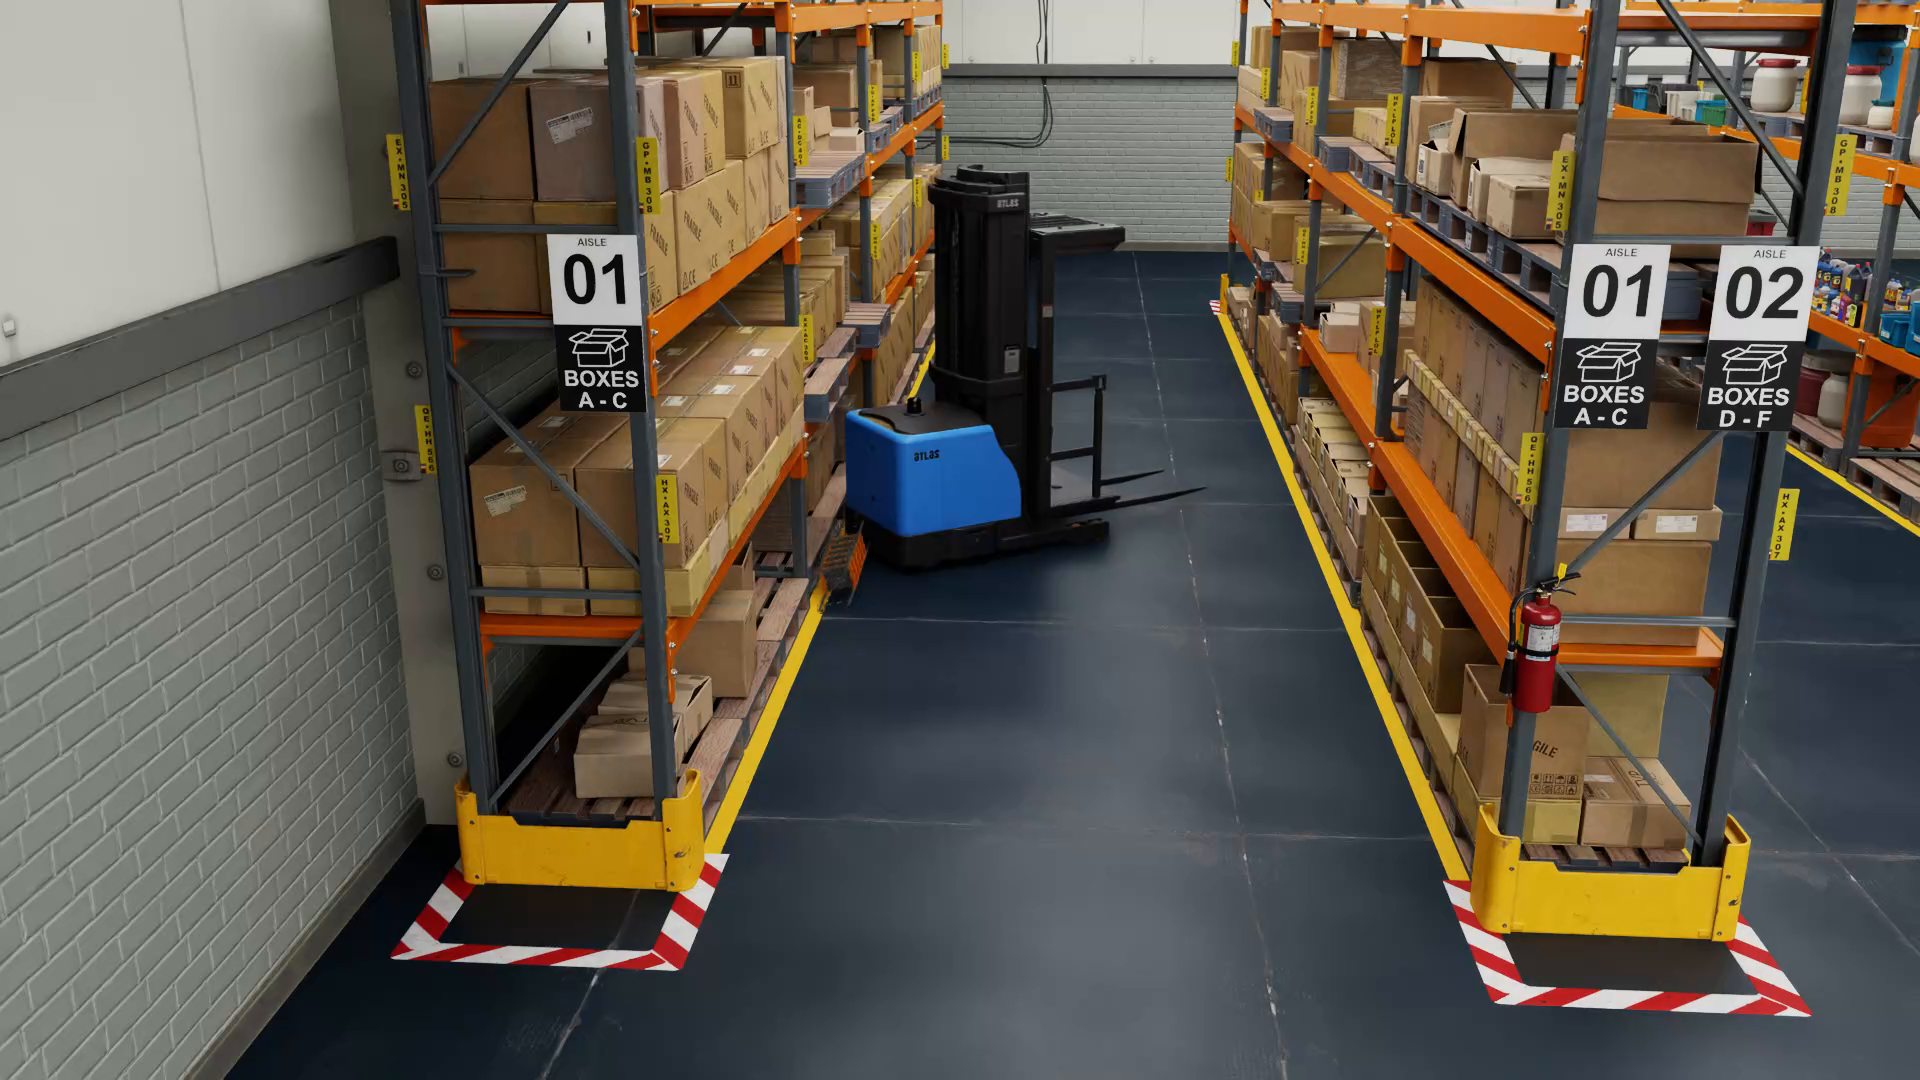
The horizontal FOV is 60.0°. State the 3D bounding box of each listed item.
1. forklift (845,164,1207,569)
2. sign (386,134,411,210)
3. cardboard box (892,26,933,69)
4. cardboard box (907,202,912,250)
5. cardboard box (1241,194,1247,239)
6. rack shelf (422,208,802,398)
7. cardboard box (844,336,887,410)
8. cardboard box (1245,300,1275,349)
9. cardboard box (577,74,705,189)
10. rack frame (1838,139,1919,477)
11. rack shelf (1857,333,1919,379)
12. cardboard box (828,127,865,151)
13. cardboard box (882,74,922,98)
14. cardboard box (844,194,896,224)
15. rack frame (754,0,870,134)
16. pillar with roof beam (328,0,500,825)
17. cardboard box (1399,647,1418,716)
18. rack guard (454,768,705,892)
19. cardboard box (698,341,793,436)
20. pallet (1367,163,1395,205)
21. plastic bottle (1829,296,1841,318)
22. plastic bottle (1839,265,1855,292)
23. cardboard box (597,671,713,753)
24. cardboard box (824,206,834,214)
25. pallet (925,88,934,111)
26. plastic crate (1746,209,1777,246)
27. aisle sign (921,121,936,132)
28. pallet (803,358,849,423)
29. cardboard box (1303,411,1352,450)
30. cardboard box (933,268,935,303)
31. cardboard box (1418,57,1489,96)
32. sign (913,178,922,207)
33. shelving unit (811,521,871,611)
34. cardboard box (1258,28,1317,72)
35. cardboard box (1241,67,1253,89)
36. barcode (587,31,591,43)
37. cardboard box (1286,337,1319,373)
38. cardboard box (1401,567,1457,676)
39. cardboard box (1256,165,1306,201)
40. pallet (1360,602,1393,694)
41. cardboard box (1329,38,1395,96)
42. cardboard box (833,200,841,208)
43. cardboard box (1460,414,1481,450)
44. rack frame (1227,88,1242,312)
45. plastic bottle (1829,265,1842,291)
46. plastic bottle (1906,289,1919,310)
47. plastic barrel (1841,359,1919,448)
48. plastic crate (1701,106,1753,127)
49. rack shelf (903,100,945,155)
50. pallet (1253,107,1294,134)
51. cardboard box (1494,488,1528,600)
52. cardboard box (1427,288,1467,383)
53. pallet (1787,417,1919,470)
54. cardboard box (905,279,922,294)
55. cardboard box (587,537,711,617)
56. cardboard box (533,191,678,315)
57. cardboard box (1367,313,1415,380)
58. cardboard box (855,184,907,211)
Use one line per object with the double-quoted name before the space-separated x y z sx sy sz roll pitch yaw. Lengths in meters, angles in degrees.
"forklift" 0.616 -1.487 13.254 3.031 2.935 1.130 -10 21 -28
"sign" -2.442 -1.607 7.270 0.100 0.325 0.005 1 18 4
"cardboard box" -0.599 -6.118 20.661 0.500 0.500 0.500 0 18 1
"cardboard box" -0.811 -3.518 18.672 0.500 0.500 0.500 1 18 3
"cardboard box" 3.796 -4.046 20.792 0.500 0.500 0.500 2 18 5
"rack shelf" -1.746 -1.447 9.358 1.077 0.370 4.000 1 18 4
"cardboard box" -1.132 -1.630 16.358 0.750 0.750 0.750 1 18 3
"cardboard box" 3.670 -2.564 19.738 0.500 0.500 0.500 1 18 4
"cardboard box" -1.533 -1.968 7.997 0.500 0.500 0.500 1 18 3
"rack frame" 8.565 -2.005 14.726 1.000 3.000 0.127 1 18 4
"rack shelf" 8.422 -1.042 12.942 1.077 0.370 4.000 1 18 4
"cardboard box" -1.098 -3.389 14.243 0.500 0.311 0.500 1 18 4
"cardboard box" -0.717 -5.279 19.304 0.500 0.250 0.500 1 18 4
"cardboard box" -0.926 -3.397 17.099 0.500 0.250 0.500 1 18 3
"rack frame" -1.316 -5.077 14.466 1.000 3.000 0.127 1 18 4
"pillar with roof beam" 1.592 -2.733 7.313 9.100 9.000 0.400 1 18 4
"cardboard box" 2.891 0.835 9.798 0.500 0.250 0.500 1 18 4
"rack guard" -1.884 1.422 8.279 1.175 0.500 0.348 1 18 4
"cardboard box" -1.358 -0.970 10.570 0.500 0.500 0.500 1 18 4
"pallet" 3.389 -2.483 11.675 0.805 0.209 1.217 1 18 2
"plastic bottle" 8.219 -2.183 15.588 0.097 0.201 0.097 0 18 0
"plastic bottle" 9.058 -2.675 16.969 0.152 0.276 0.135 1 18 4
"cardboard box" -1.709 0.937 9.358 0.500 0.311 0.500 3 18 8
"cardboard box" -1.502 -3.089 16.157 0.500 0.250 0.500 1 18 2
"pallet" -0.870 -5.484 20.667 1.003 0.211 1.213 1 18 4
"plastic crate" 9.166 -3.578 19.327 0.402 0.464 0.583 1 18 4
"aisle sign" -0.438 -5.962 22.626 0.394 0.787 0.004 1 18 4
"pallet" -1.403 -1.127 12.353 1.003 0.211 1.213 1 18 4
"cardboard box" 3.265 -0.957 14.367 0.500 0.311 0.500 1 18 3
"cardboard box" -0.693 -3.503 22.637 0.700 0.500 0.500 1 18 4
"cardboard box" 3.440 -3.153 11.773 0.500 0.500 0.500 3 18 9
"sign" -0.487 -3.972 18.996 0.100 0.325 0.005 1 18 4
"shelving unit" -0.872 0.178 12.317 0.258 0.189 1.200 -11 20 8
"cardboard box" 4.000 -5.926 20.106 0.700 0.500 0.500 1 18 4
"cardboard box" 3.859 -5.884 21.185 0.500 0.250 0.500 1 18 4
"barcode" -2.131 -2.890 9.558 0.001 0.075 0.075 1 18 4
"cardboard box" 3.458 -1.808 16.227 0.500 0.250 0.500 2 18 6
"cardboard box" 2.887 0.479 9.681 0.500 0.500 0.500 1 18 4
"cardboard box" 3.690 -4.045 19.184 0.500 0.500 0.500 1 18 4
"pallet" 3.240 0.696 10.958 1.003 0.211 1.213 1 18 4
"cardboard box" 3.699 -4.359 15.325 0.500 0.500 0.500 1 18 4
"cardboard box" -1.461 -3.248 16.643 0.500 0.250 0.500 1 18 3
"cardboard box" 2.998 -0.593 9.213 0.380 0.149 0.250 1 18 3
"rack frame" 4.199 -4.602 22.649 1.000 3.000 0.127 1 18 4
"plastic bottle" 8.932 -2.670 16.961 0.097 0.271 0.097 0 18 0
"plastic bottle" 8.952 -2.217 15.572 0.152 0.276 0.135 1 18 4
"plastic barrel" 8.584 -1.326 15.463 0.600 0.830 0.708 1 18 4
"plastic crate" 8.581 -4.711 18.505 0.450 0.188 0.662 1 18 4
"rack shelf" -0.886 -5.173 20.732 1.077 0.370 4.000 1 18 4
"pallet" 3.795 -4.494 17.807 1.213 0.211 1.003 1 18 4
"cardboard box" 3.131 0.012 8.408 0.700 0.500 0.500 2 18 5
"cardboard box" 3.278 -1.244 10.158 0.700 0.500 0.500 1 18 4
"pallet" 8.580 -0.926 15.910 1.003 0.211 1.213 1 18 4
"cardboard box" -0.667 -3.121 20.429 0.380 0.149 0.250 2 18 6
"cardboard box" -1.538 0.176 8.279 0.500 0.250 0.500 1 18 2
"cardboard box" -1.616 -1.323 7.632 0.500 0.500 0.500 2 18 5
"cardboard box" 3.483 -1.480 12.960 0.500 0.500 0.500 1 18 4
"cardboard box" -0.854 -3.714 18.066 0.500 0.250 0.500 2 18 5
